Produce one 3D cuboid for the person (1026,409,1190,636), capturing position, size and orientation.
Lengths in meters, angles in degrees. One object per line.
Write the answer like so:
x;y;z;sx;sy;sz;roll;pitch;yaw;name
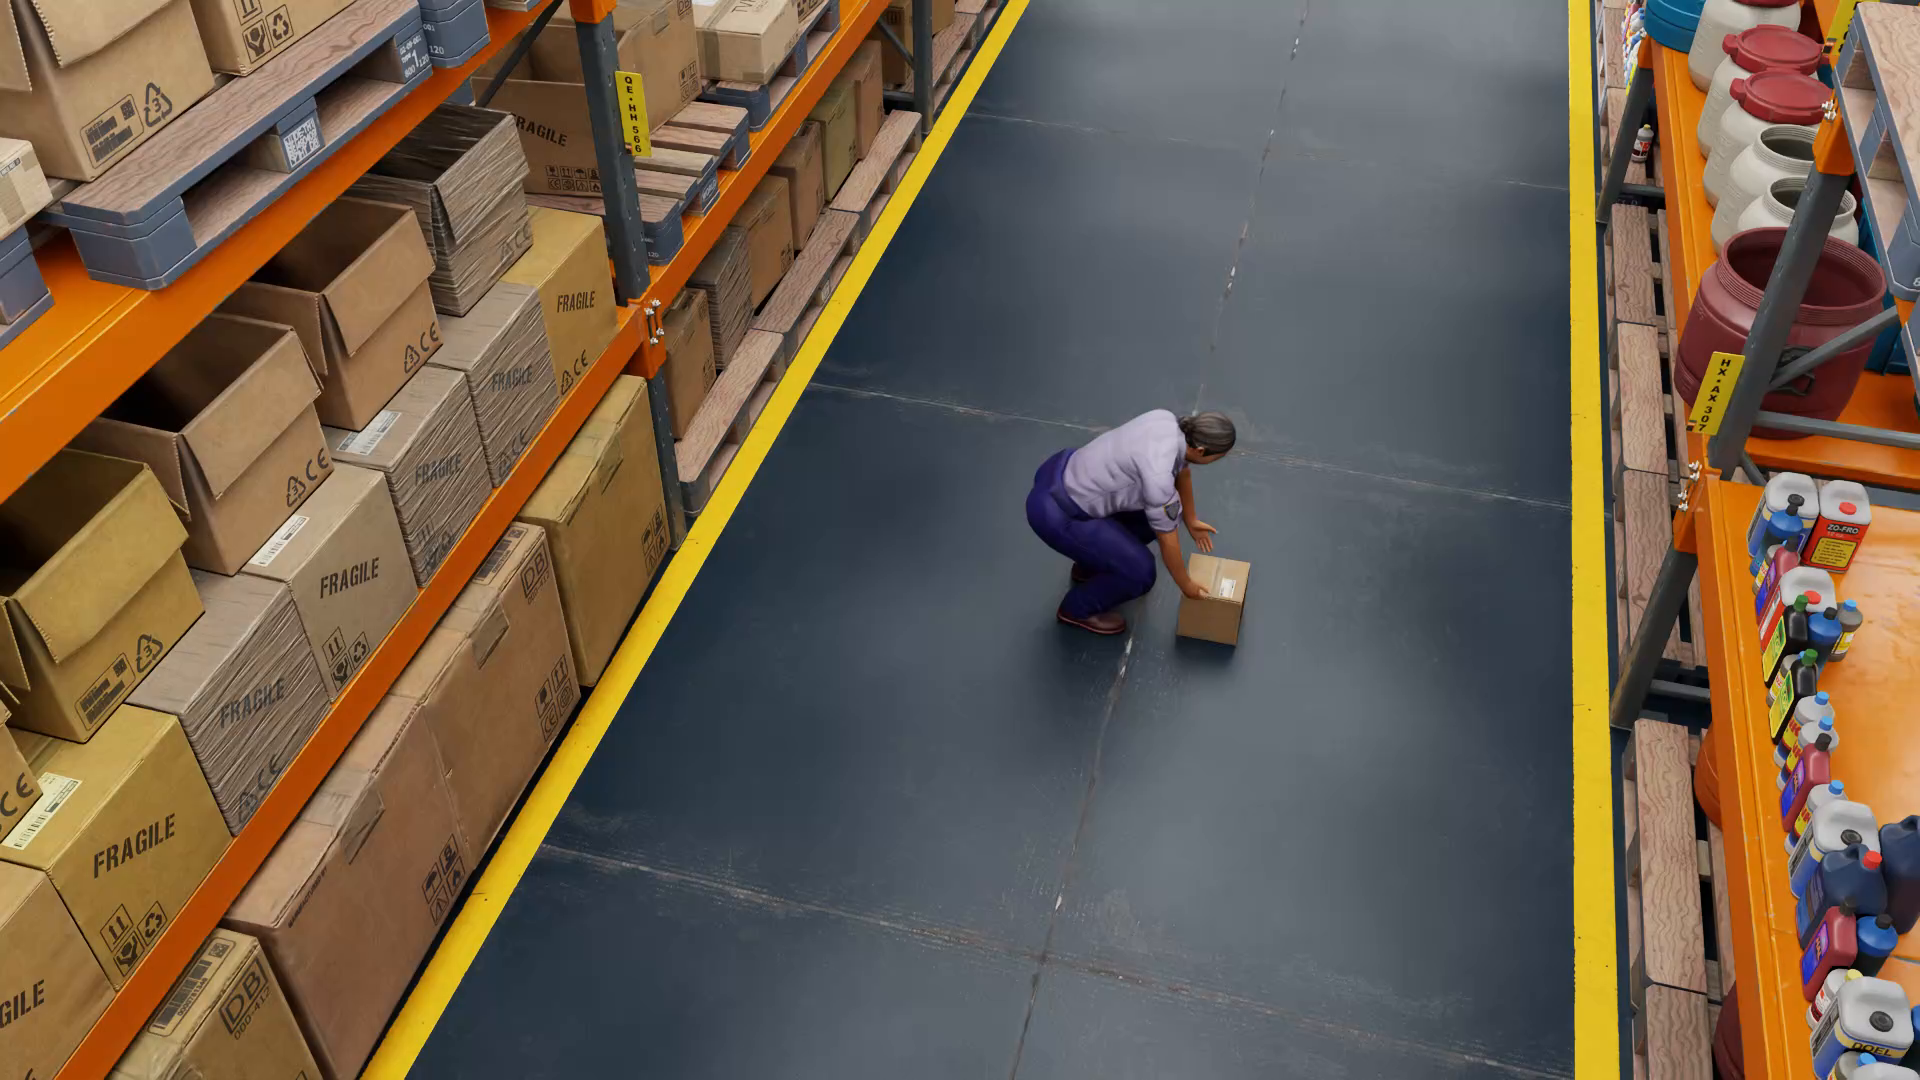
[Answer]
0.605;-0.106;6.825;0.637;0.949;0.530;10;42;11;person
